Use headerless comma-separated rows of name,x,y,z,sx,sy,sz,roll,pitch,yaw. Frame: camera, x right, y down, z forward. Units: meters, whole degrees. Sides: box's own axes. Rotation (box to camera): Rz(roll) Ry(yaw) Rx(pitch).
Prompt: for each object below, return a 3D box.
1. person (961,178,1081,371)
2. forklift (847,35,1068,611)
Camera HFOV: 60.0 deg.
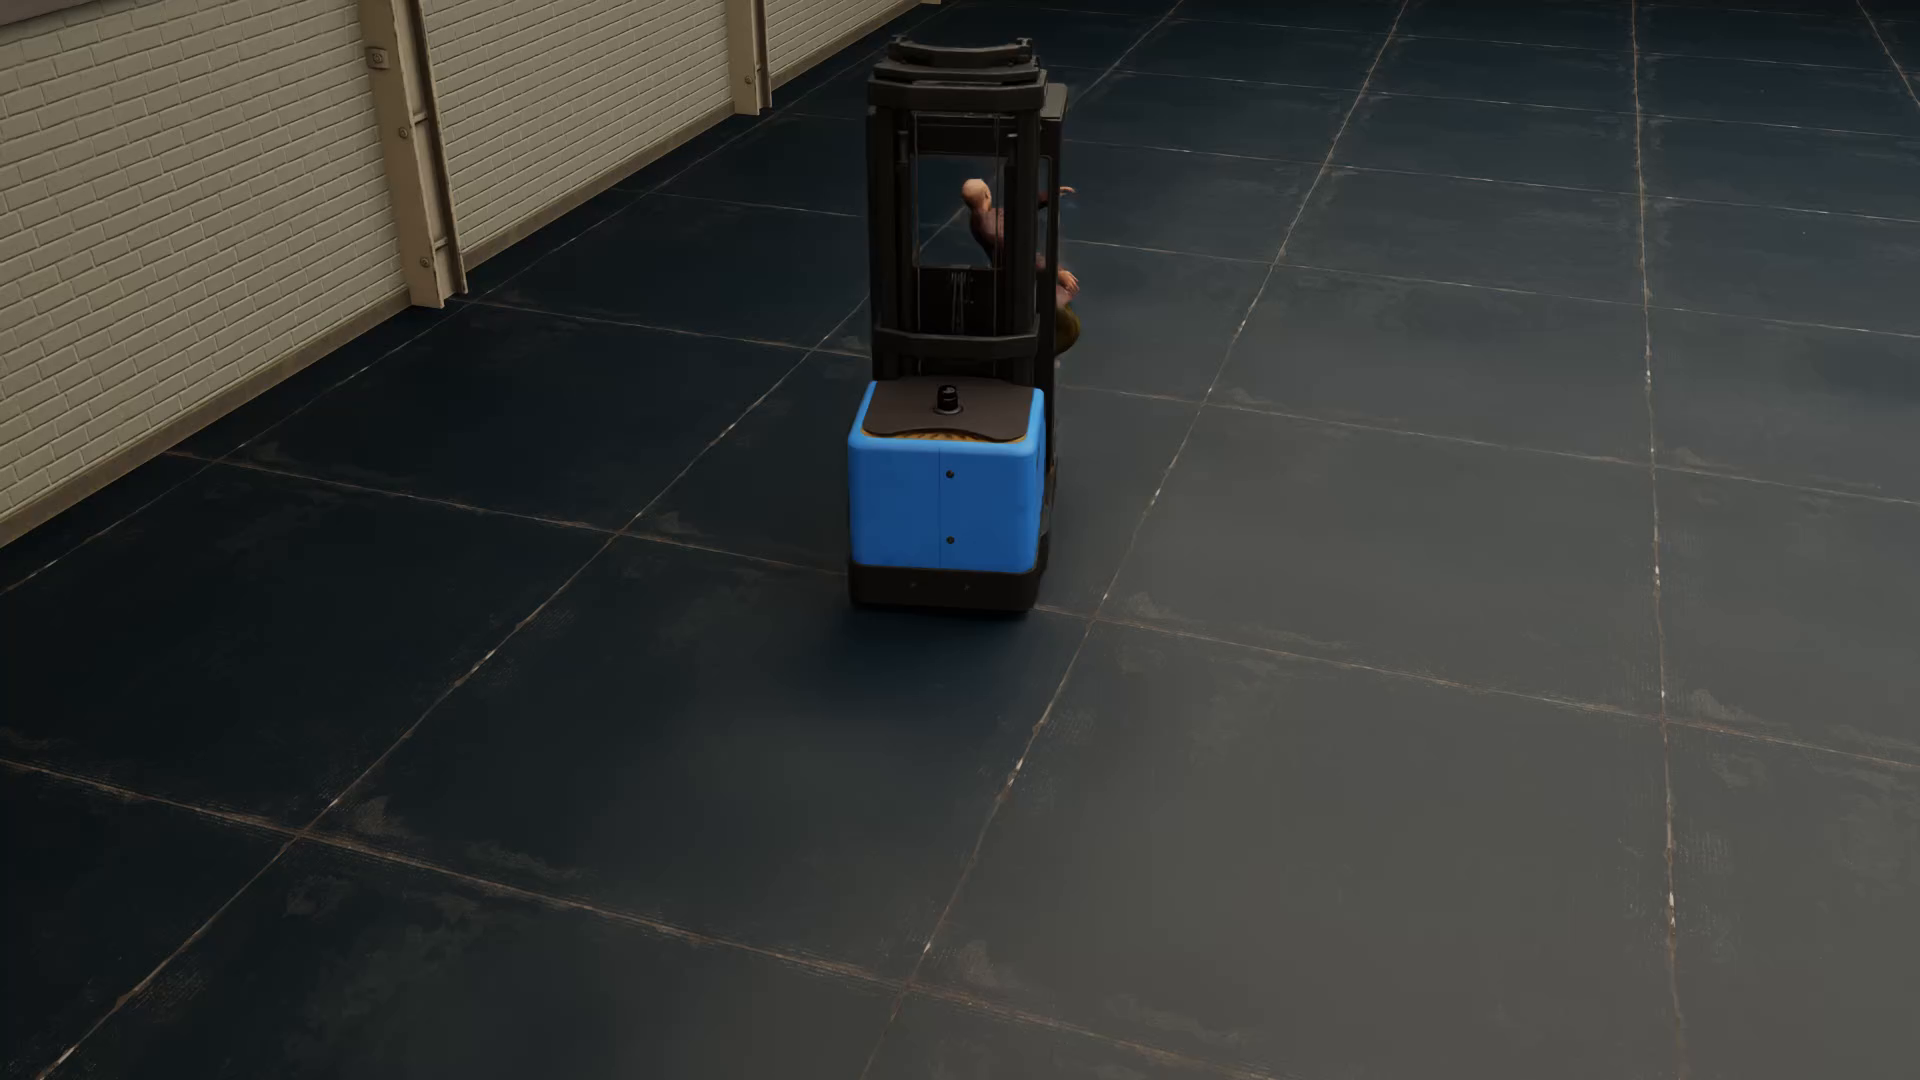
person,0.445,-1.705,11.492,0.869,1.507,1.035,-16,33,-26
forklift,0.046,-1.582,9.912,1.130,2.935,3.031,3,30,5
